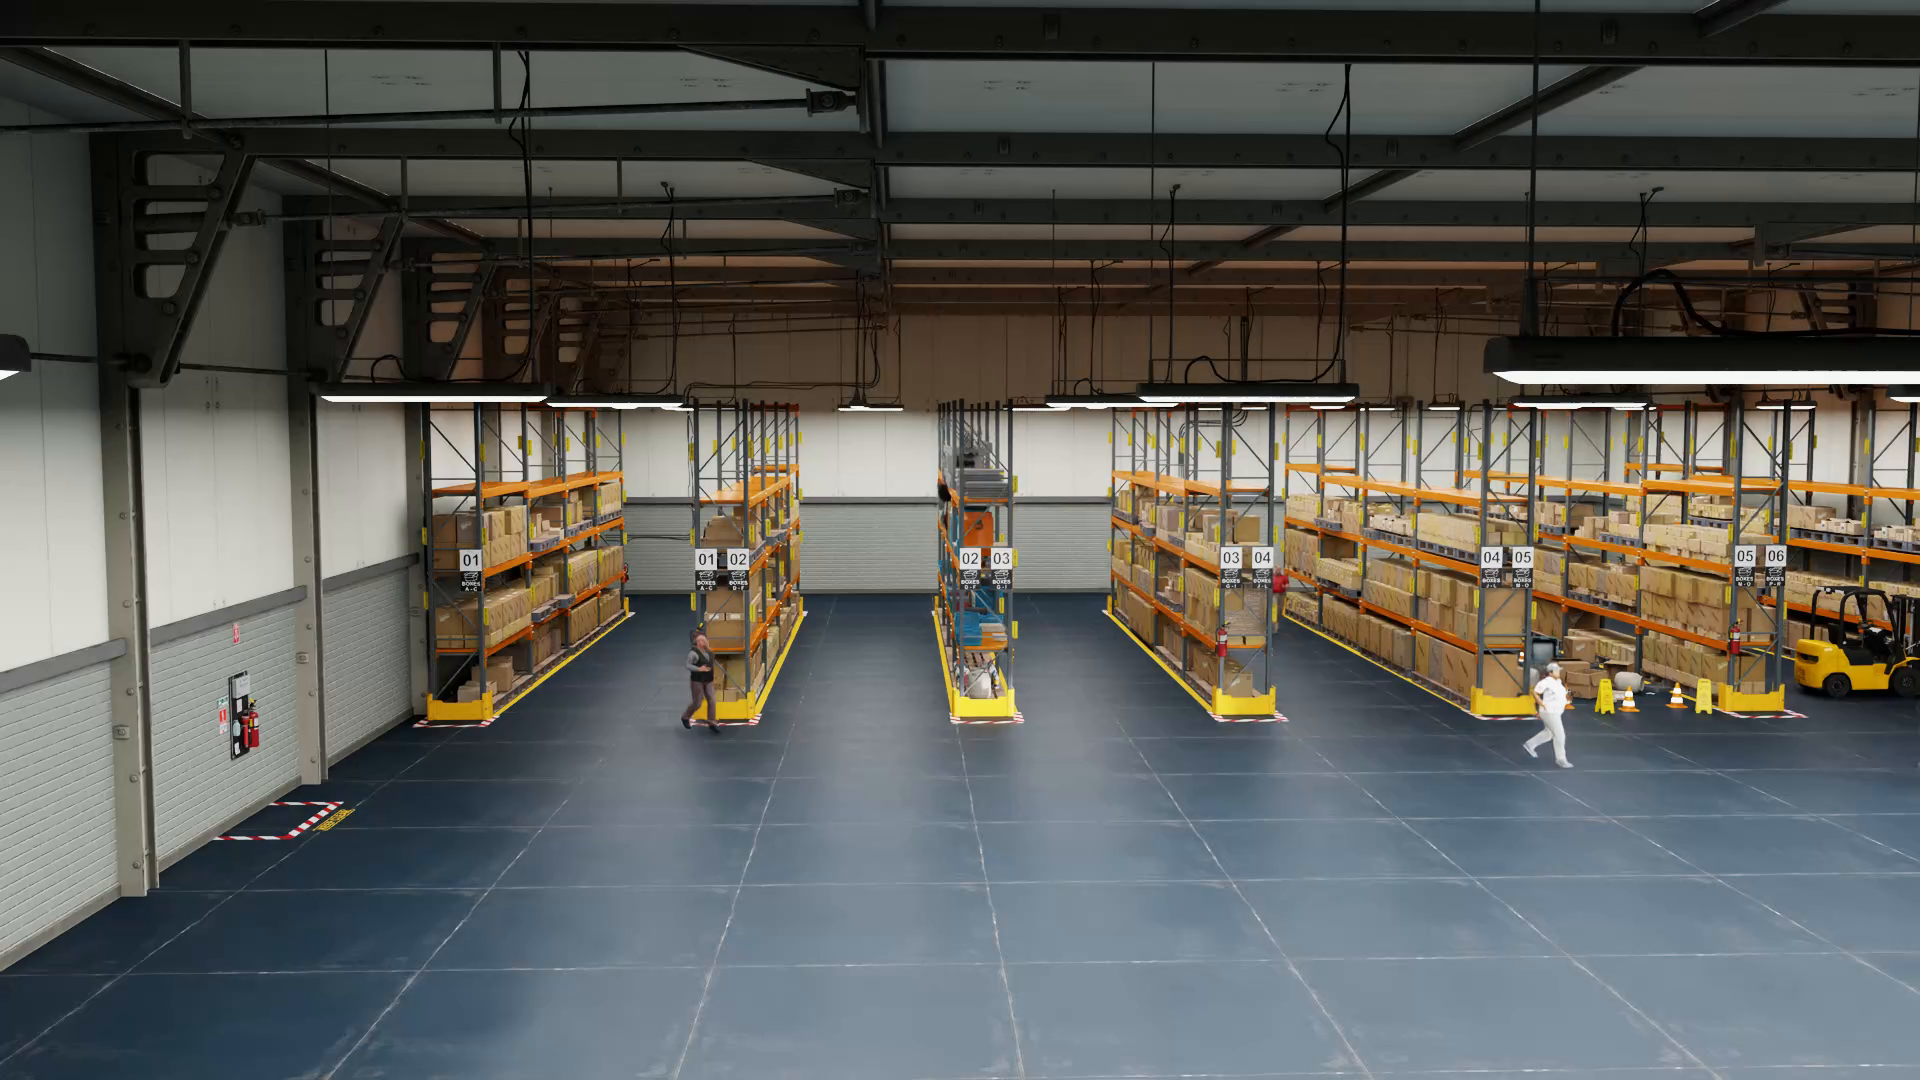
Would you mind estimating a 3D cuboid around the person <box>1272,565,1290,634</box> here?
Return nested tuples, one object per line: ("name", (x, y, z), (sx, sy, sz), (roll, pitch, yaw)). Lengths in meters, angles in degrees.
("person", (8.328, 1.545, 43.651), (0.640, 1.788, 0.819), (-1, 4, -7))

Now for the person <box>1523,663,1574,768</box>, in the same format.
("person", (9.637, 2.837, 27.169), (0.866, 1.685, 0.593), (4, 6, 40))

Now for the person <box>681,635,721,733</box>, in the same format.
("person", (-4.639, 2.579, 29.901), (0.875, 1.733, 0.671), (4, 6, 42))
